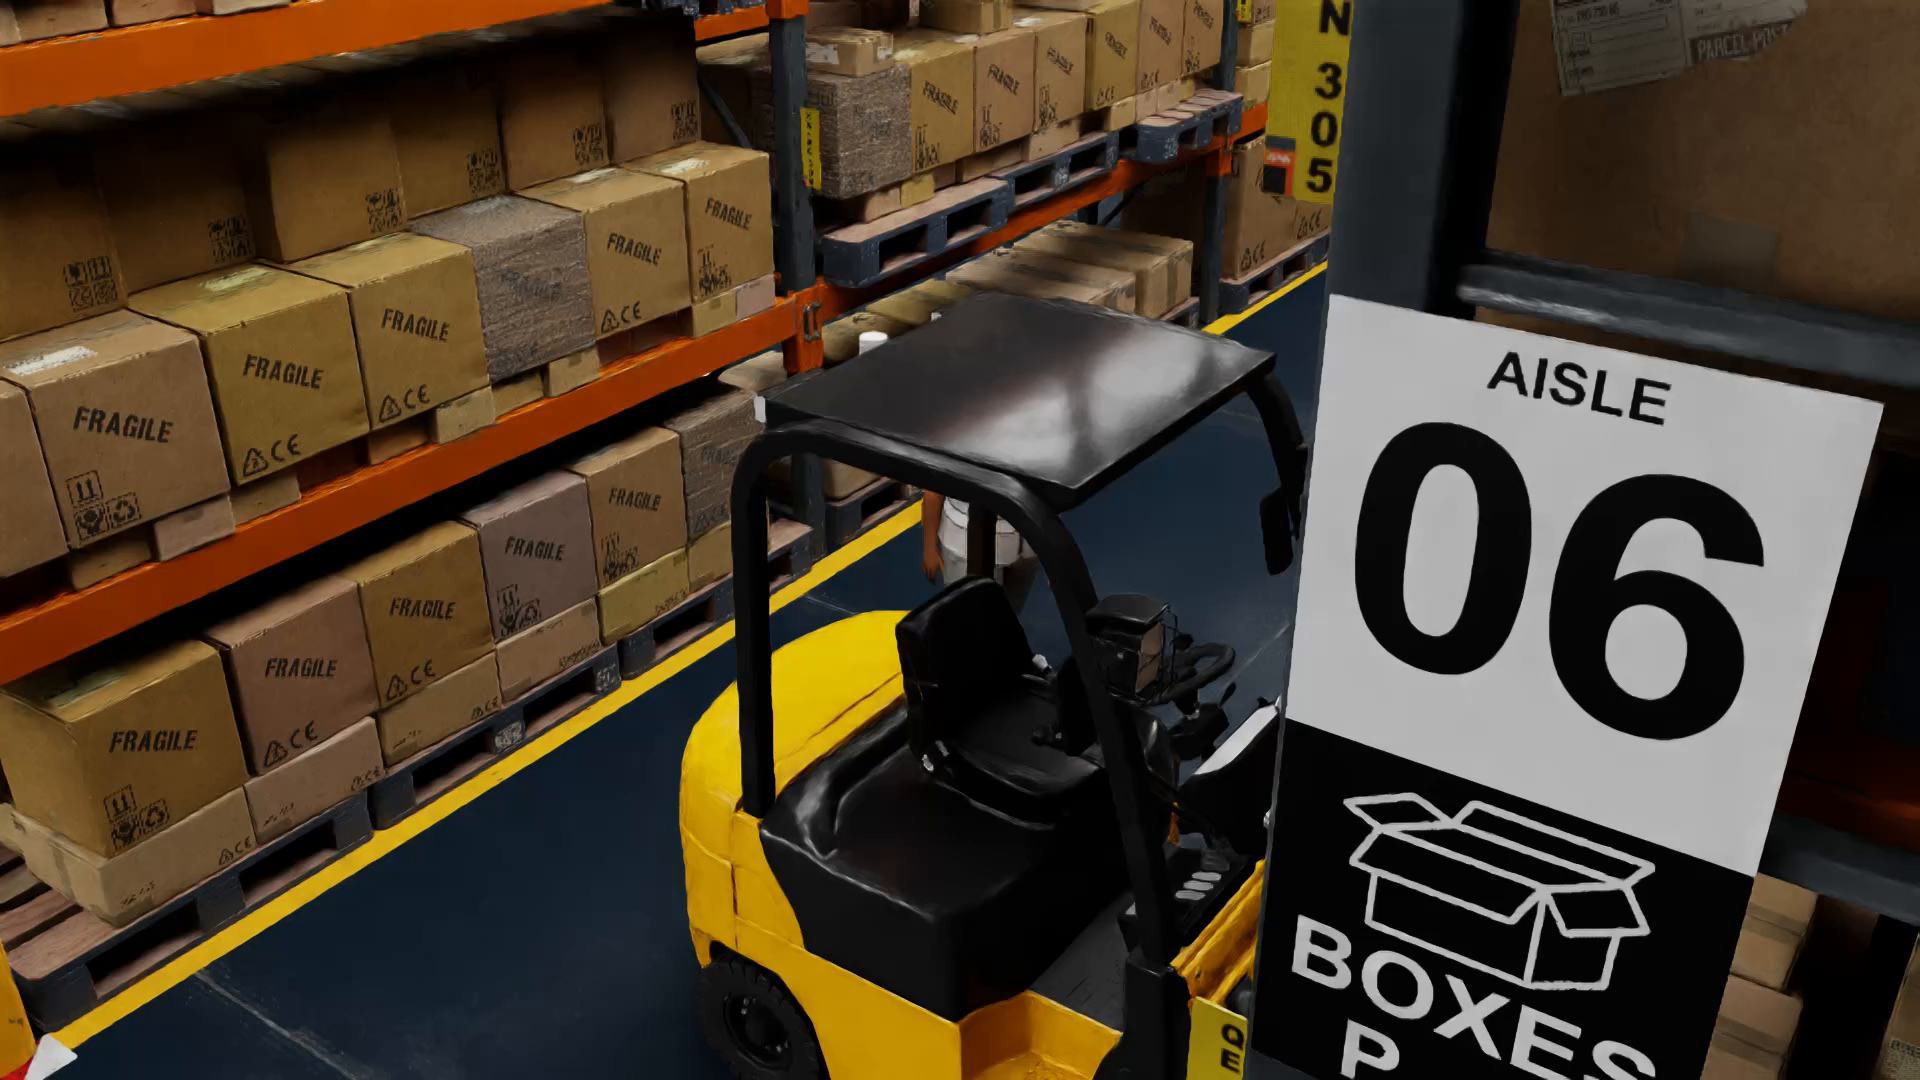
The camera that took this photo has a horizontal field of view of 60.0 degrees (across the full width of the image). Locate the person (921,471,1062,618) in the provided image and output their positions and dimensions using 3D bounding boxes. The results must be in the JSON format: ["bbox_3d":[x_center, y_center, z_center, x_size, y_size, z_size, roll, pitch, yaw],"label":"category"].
[{"bbox_3d":[0.155,0.064,6.014,0.543,1.620,0.894,-14,30,-26],"label":"person"}]
